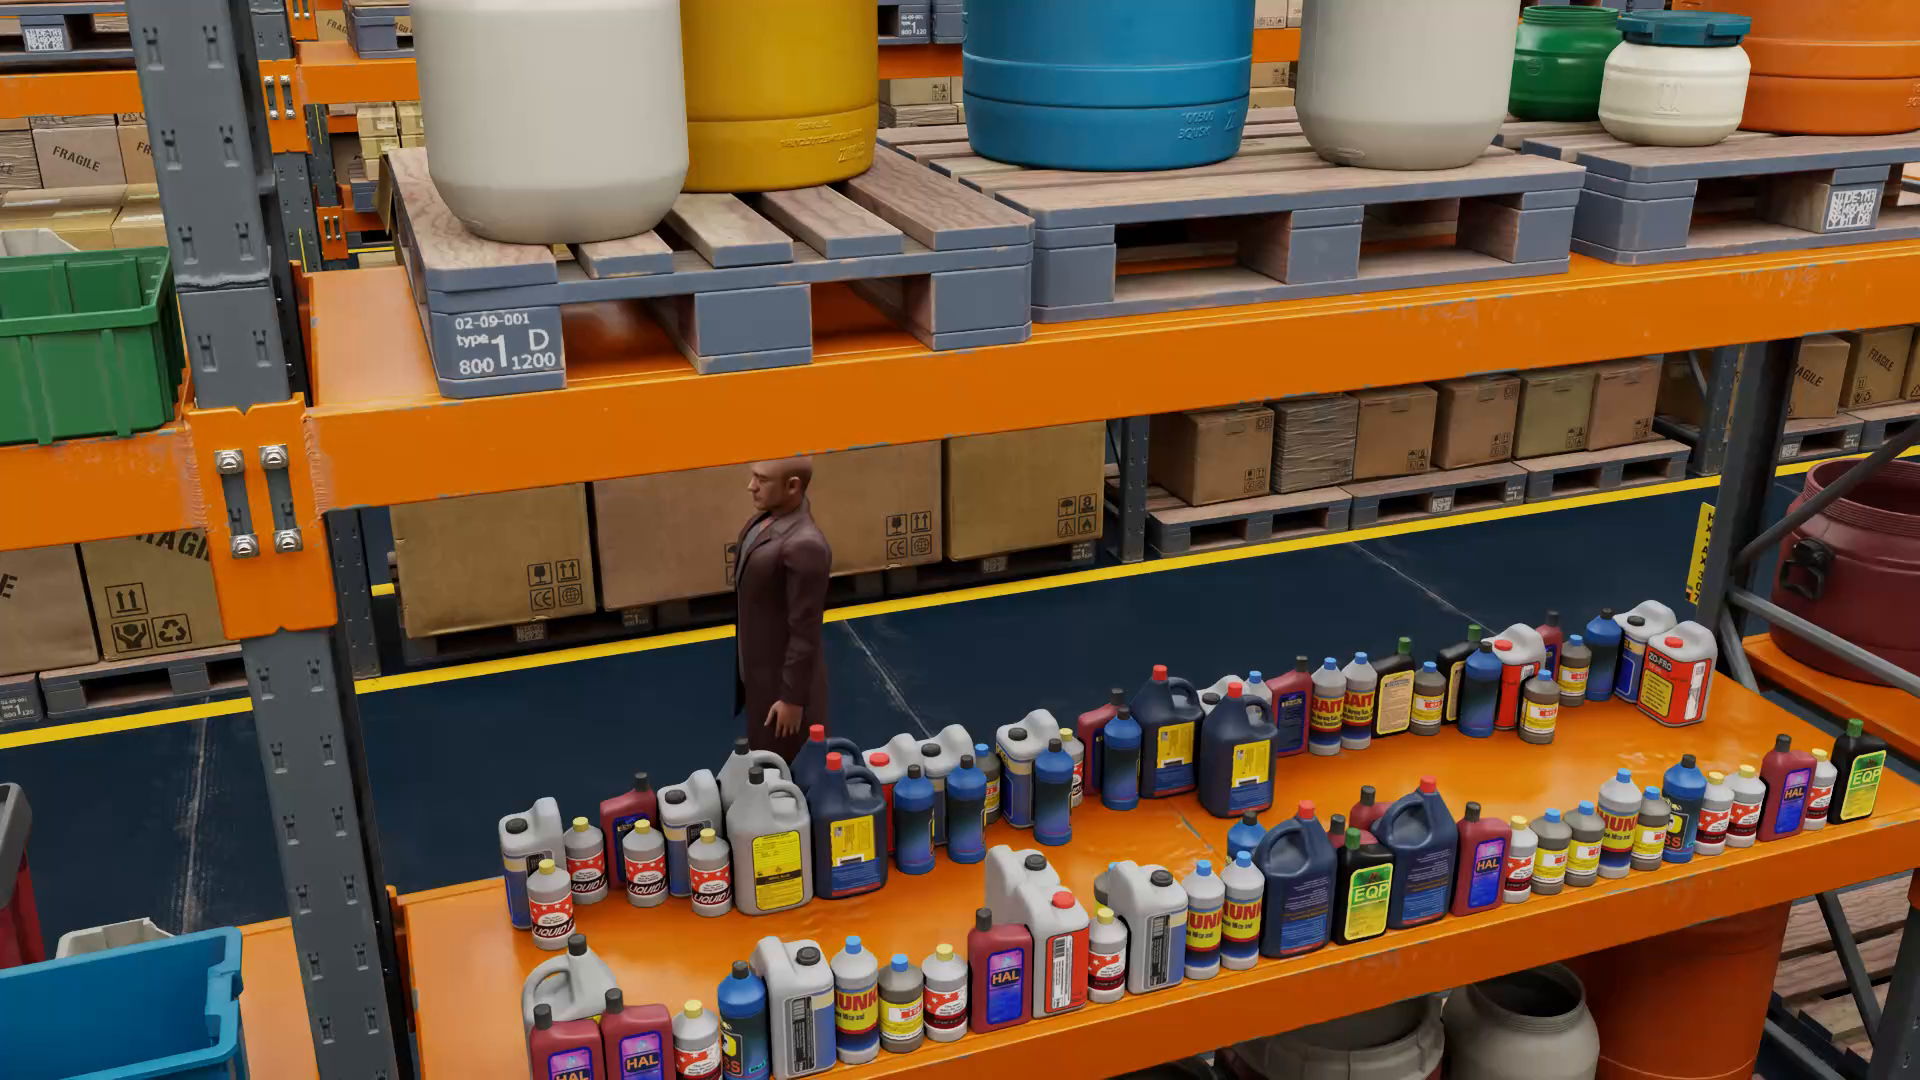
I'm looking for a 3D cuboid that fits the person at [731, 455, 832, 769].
[{"bbox_3d":[-0.637,0.488,5.920,0.376,1.779,0.561,-8,23,-18],"label":"person"}]
